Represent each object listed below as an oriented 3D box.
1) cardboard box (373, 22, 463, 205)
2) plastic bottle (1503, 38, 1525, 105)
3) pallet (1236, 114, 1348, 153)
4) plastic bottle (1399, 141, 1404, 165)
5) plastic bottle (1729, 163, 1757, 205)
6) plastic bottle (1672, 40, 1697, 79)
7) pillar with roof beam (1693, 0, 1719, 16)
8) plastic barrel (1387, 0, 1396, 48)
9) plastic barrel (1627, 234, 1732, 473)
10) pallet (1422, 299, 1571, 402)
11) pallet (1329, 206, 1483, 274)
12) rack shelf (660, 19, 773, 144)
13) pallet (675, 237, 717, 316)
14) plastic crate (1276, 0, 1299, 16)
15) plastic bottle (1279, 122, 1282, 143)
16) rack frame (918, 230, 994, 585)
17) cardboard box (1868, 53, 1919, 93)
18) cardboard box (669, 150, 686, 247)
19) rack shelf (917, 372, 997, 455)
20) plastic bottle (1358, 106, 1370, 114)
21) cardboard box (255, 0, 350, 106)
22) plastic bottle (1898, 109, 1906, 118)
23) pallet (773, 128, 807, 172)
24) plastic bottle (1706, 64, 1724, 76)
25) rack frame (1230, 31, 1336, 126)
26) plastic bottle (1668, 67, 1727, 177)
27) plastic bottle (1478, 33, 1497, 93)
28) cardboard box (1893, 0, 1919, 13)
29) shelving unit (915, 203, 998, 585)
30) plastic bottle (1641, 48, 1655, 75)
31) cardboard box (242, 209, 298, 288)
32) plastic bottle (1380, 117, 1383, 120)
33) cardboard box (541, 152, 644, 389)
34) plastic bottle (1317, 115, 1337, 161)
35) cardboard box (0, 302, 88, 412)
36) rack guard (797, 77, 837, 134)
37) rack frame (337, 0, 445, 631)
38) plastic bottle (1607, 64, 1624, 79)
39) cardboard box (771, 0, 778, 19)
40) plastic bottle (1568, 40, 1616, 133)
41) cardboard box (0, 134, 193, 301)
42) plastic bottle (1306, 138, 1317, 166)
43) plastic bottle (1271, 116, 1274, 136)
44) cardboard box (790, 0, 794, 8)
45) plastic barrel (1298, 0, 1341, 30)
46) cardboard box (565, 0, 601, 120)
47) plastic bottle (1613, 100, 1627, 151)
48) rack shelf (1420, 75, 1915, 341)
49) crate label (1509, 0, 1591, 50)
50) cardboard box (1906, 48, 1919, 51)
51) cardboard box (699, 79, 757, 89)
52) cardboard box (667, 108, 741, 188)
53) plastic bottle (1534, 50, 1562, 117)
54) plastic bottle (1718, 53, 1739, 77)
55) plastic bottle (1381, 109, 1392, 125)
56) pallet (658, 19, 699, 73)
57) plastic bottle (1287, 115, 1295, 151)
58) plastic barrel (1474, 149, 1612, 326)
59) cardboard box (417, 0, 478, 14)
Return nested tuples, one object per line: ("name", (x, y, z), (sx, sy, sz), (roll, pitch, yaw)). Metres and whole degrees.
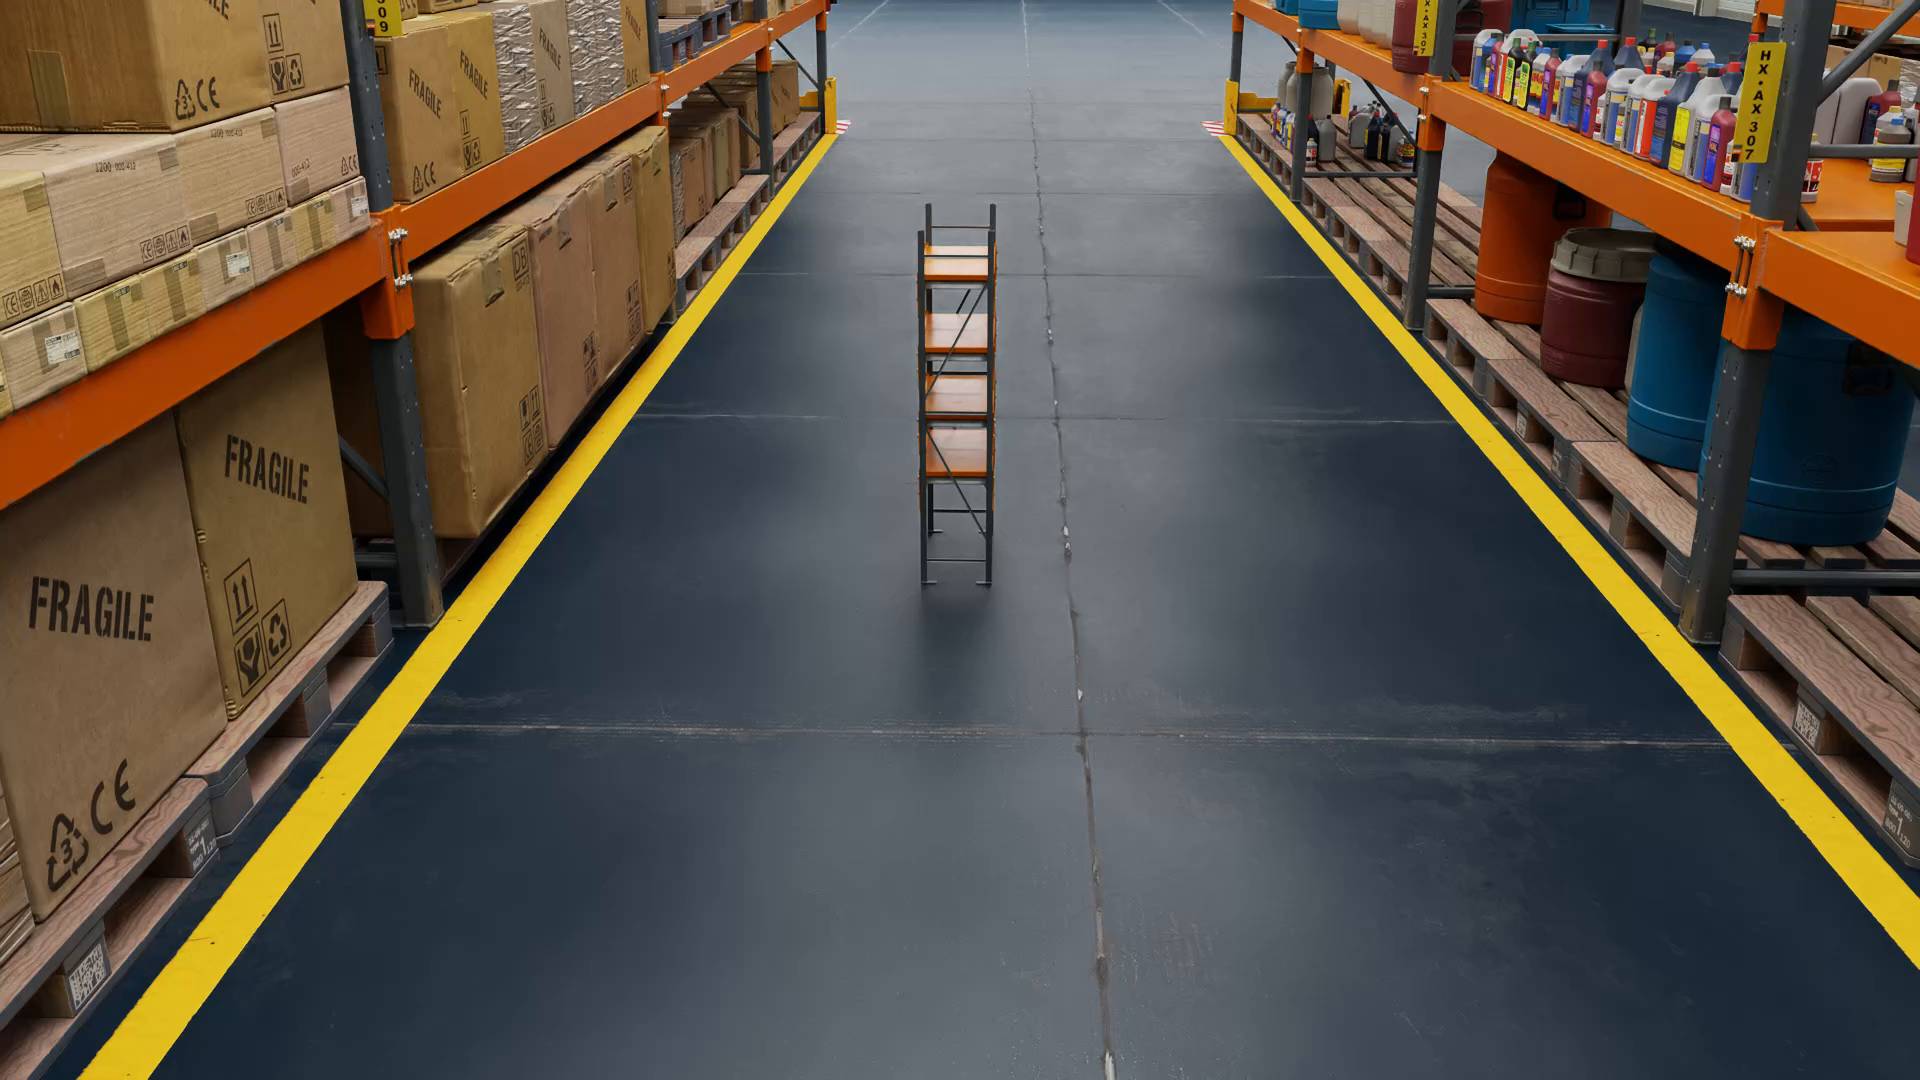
("cardboard box", (-1.910, -1.347, 5.217), (0.500, 0.500, 0.500), (1, 21, 2))
("plastic bottle", (2.498, -2.106, 7.472), (0.061, 0.283, 0.133), (1, 21, 2))
("pallet", (3.156, -3.800, 15.530), (1.003, 0.211, 1.213), (1, 21, 2))
("plastic bottle", (3.471, -3.023, 12.933), (0.097, 0.201, 0.097), (0, 21, 0))
("plastic bottle", (2.465, -1.171, 5.071), (0.152, 0.276, 0.135), (1, 21, 2))
("plastic bottle", (3.278, -2.123, 7.531), (0.097, 0.271, 0.097), (0, 21, 0))
("pillar with roof beam", (10.132, -14.402, 30.707), (9.100, 9.000, 0.400), (1, 21, 2))
("plastic barrel", (2.729, -3.108, 9.737), (0.421, 0.512, 0.421), (0, 21, 0))
("plastic barrel", (2.832, -0.753, 6.143), (0.600, 0.901, 0.708), (1, 21, 2))
("pallet", (2.916, -0.943, 8.169), (1.003, 0.211, 1.213), (1, 21, 2))
("pallet", (3.000, -1.949, 10.759), (1.003, 0.211, 1.213), (1, 21, 2))
("rack shelf", (-1.992, -2.971, 10.534), (1.077, 0.370, 4.000), (1, 21, 2))
("pallet", (-2.027, -1.566, 9.773), (1.003, 0.211, 1.213), (1, 21, 2))
("plastic crate", (2.782, -4.309, 13.193), (0.499, 0.251, 0.616), (1, 21, 2))
("plastic bottle", (2.758, -3.474, 14.096), (0.097, 0.201, 0.097), (0, 21, 0))
("rack frame", (-0.012, -0.411, 5.430), (0.240, 1.200, 0.015), (1, 21, 2))
("cardboard box", (7.805, -3.714, 13.639), (0.500, 0.500, 0.500), (1, 21, 2))
("cardboard box", (-2.048, -2.066, 10.055), (0.700, 0.500, 0.500), (-1, 21, -3))
("rack shelf", (-0.005, -0.437, 5.682), (0.258, 0.148, 0.480), (1, 21, 2))
("plastic bottle", (3.489, -3.597, 14.310), (0.152, 0.276, 0.135), (1, 21, 2))
("cardboard box", (-1.921, -1.386, 4.215), (0.500, 0.500, 0.500), (1, 21, 3))
("plastic bottle", (3.216, -1.362, 5.668), (0.097, 0.201, 0.097), (0, 21, 0))
("pallet", (-1.911, -3.415, 14.539), (1.003, 0.211, 1.213), (1, 21, 2))
("plastic bottle", (3.266, -1.949, 7.181), (0.097, 0.201, 0.097), (0, 21, 0))
("rack frame", (3.142, -5.421, 15.855), (1.000, 3.000, 0.127), (1, 21, 2))
("plastic bottle", (2.477, -1.396, 5.547), (0.144, 0.351, 0.185), (1, 21, 2))
("plastic bottle", (2.531, -2.274, 7.922), (0.097, 0.271, 0.097), (0, 21, 0))
("cardboard box", (8.007, -4.499, 13.338), (0.700, 0.500, 0.500), (1, 21, 2))
("shelving unit", (-0.005, -0.500, 5.658), (0.258, 1.200, 0.503), (1, 21, 2))
("plastic bottle", (3.291, -2.244, 7.940), (0.097, 0.201, 0.097), (0, 21, 0))
("cardboard box", (-1.872, -0.720, 4.086), (0.380, 0.149, 0.250), (0, 21, 1))
("plastic bottle", (3.432, -3.318, 13.596), (0.097, 0.271, 0.097), (0, 21, 0))
("cardboard box", (-2.129, -1.217, 7.376), (1.225, 0.875, 0.875), (1, 21, 2))
("plastic bottle", (2.895, -3.180, 13.131), (0.144, 0.351, 0.185), (1, 21, 2))
("cardboard box", (-1.903, -0.350, 3.130), (0.380, 0.149, 0.250), (1, 21, 3))
("rack guard", (-1.811, -4.283, 16.377), (1.175, 0.500, 0.348), (1, 21, 2))
("rack frame", (-2.174, -1.137, 4.813), (1.000, 3.000, 0.127), (1, 21, 2))
("plastic bottle", (2.544, -1.706, 6.456), (0.097, 0.271, 0.097), (0, 21, 0))
("cardboard box", (-1.603, -4.077, 12.738), (0.380, 0.149, 0.250), (1, 21, 2))
("plastic bottle", (2.511, -1.794, 6.574), (0.144, 0.351, 0.185), (1, 21, 2))
("cardboard box", (-1.954, -0.672, 3.410), (0.500, 0.250, 0.500), (1, 21, 3))
("plastic bottle", (2.719, -3.010, 12.901), (0.097, 0.201, 0.097), (0, 21, 0))
("plastic bottle", (2.772, -3.632, 14.504), (0.097, 0.201, 0.097), (0, 21, 0))
("cardboard box", (-1.591, -4.530, 13.903), (0.380, 0.149, 0.250), (1, 21, 2))
("plastic barrel", (2.705, -4.073, 11.685), (0.600, 0.901, 0.708), (1, 21, 2))
("cardboard box", (-1.853, -2.081, 7.107), (0.500, 0.500, 0.500), (0, 21, 0))
("plastic bottle", (2.472, -1.541, 6.130), (0.097, 0.201, 0.097), (0, 21, 0))
("rack shelf", (2.837, -1.470, 6.666), (1.077, 0.370, 4.000), (1, 21, 2))
("crate label", (3.199, -2.902, 9.312), (0.502, 0.435, 0.616), (1, 21, 2))
("cardboard box", (8.341, -3.889, 14.090), (0.500, 0.500, 0.500), (1, 21, 2))
("cardboard box", (-1.928, -3.637, 14.130), (0.500, 0.500, 0.500), (-1, 21, -3))
("cardboard box", (-1.971, -2.848, 12.069), (0.700, 0.500, 0.500), (-1, 21, -3))
("plastic bottle", (2.503, -1.940, 7.061), (0.097, 0.271, 0.097), (0, 21, 0))
("plastic bottle", (3.128, -1.845, 6.799), (0.061, 0.283, 0.133), (1, 21, 2))
("plastic bottle", (3.465, -3.301, 13.443), (0.144, 0.351, 0.185), (0, 21, -1))
("pallet", (-2.137, -2.753, 9.242), (1.213, 0.211, 1.003), (1, 21, 2))
("plastic bottle", (2.767, -3.368, 13.615), (0.144, 0.351, 0.185), (1, 21, 1))
("plastic barrel", (2.900, -1.536, 8.260), (0.600, 0.830, 0.708), (1, 21, 2))
("cardboard box", (-2.130, -2.131, 5.848), (0.797, 0.503, 0.637), (1, 21, 2))
